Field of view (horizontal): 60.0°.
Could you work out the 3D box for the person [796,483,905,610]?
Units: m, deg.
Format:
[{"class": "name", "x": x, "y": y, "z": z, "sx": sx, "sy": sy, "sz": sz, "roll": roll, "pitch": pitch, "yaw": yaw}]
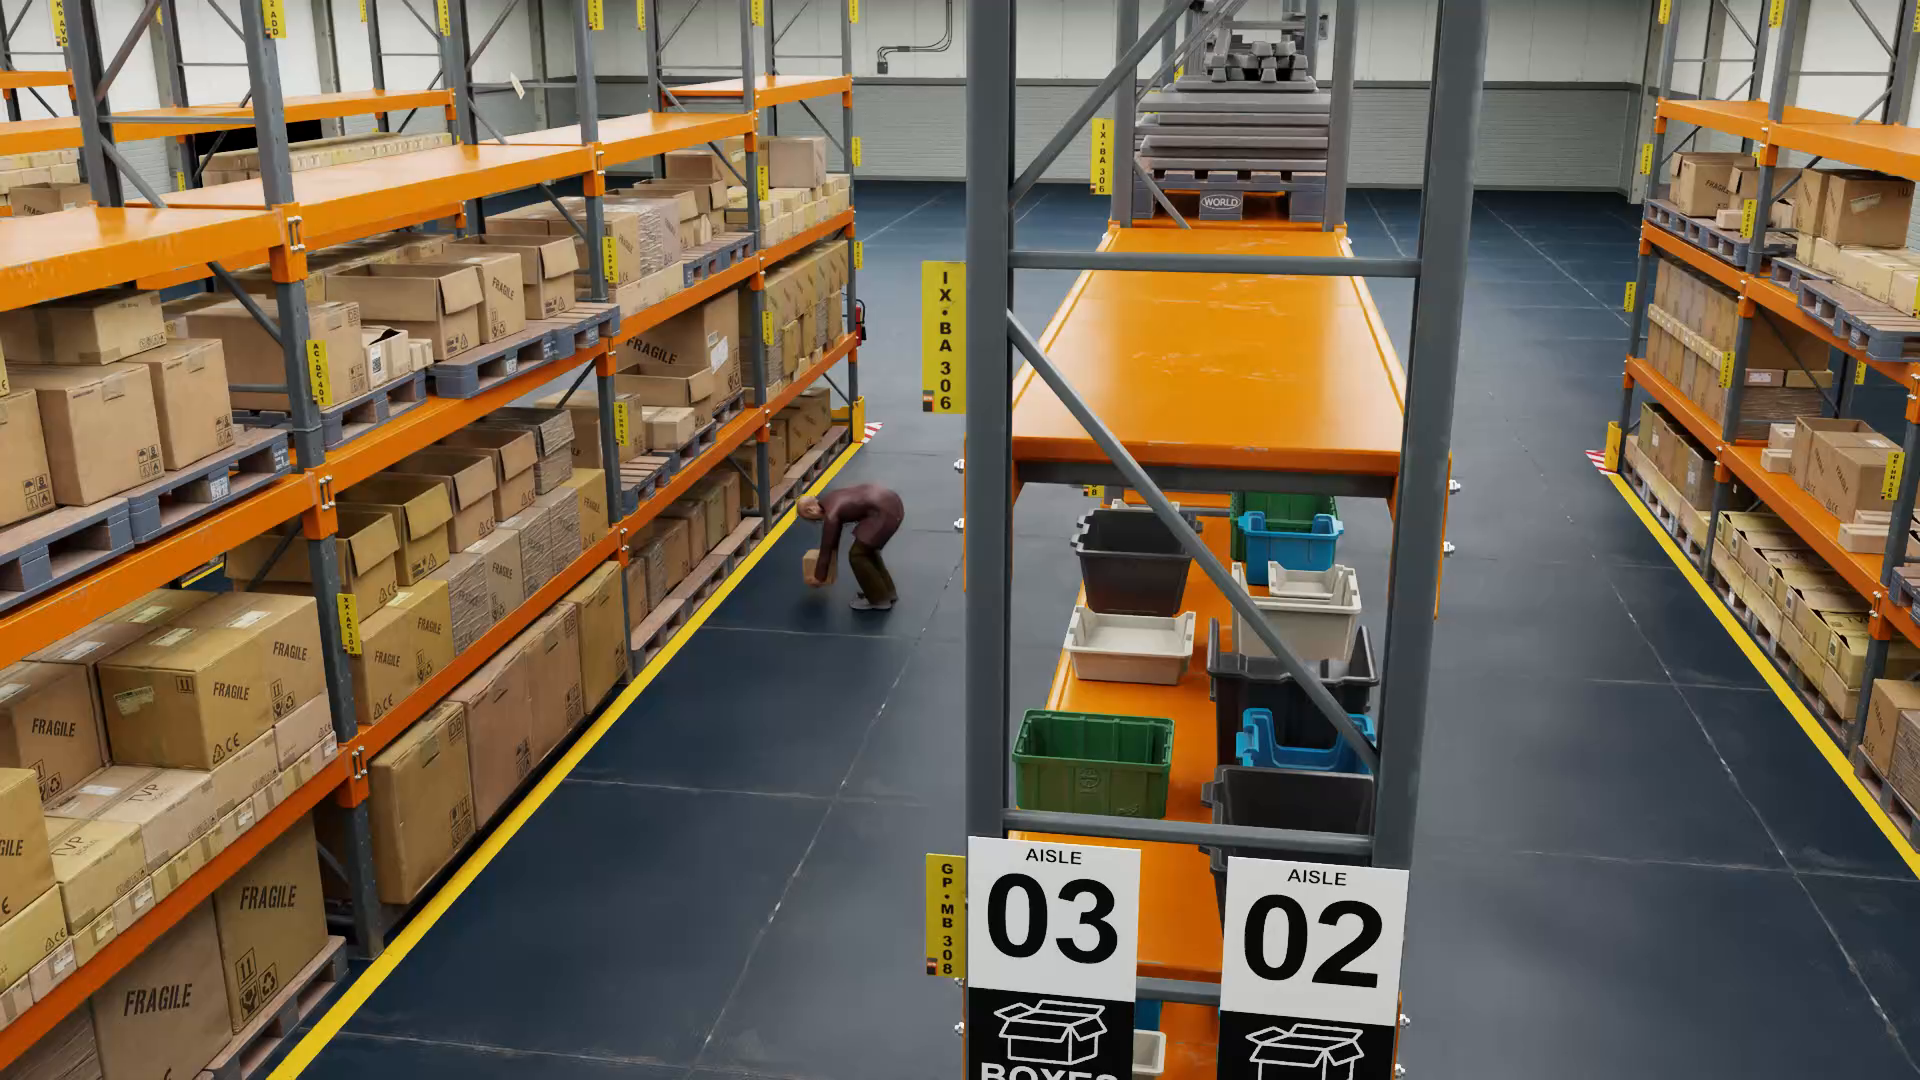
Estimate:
[{"class": "person", "x": -0.960, "y": 0.037, "z": 14.609, "sx": 0.950, "sy": 1.090, "sz": 0.578, "roll": 2, "pitch": 18, "yaw": 6}]
